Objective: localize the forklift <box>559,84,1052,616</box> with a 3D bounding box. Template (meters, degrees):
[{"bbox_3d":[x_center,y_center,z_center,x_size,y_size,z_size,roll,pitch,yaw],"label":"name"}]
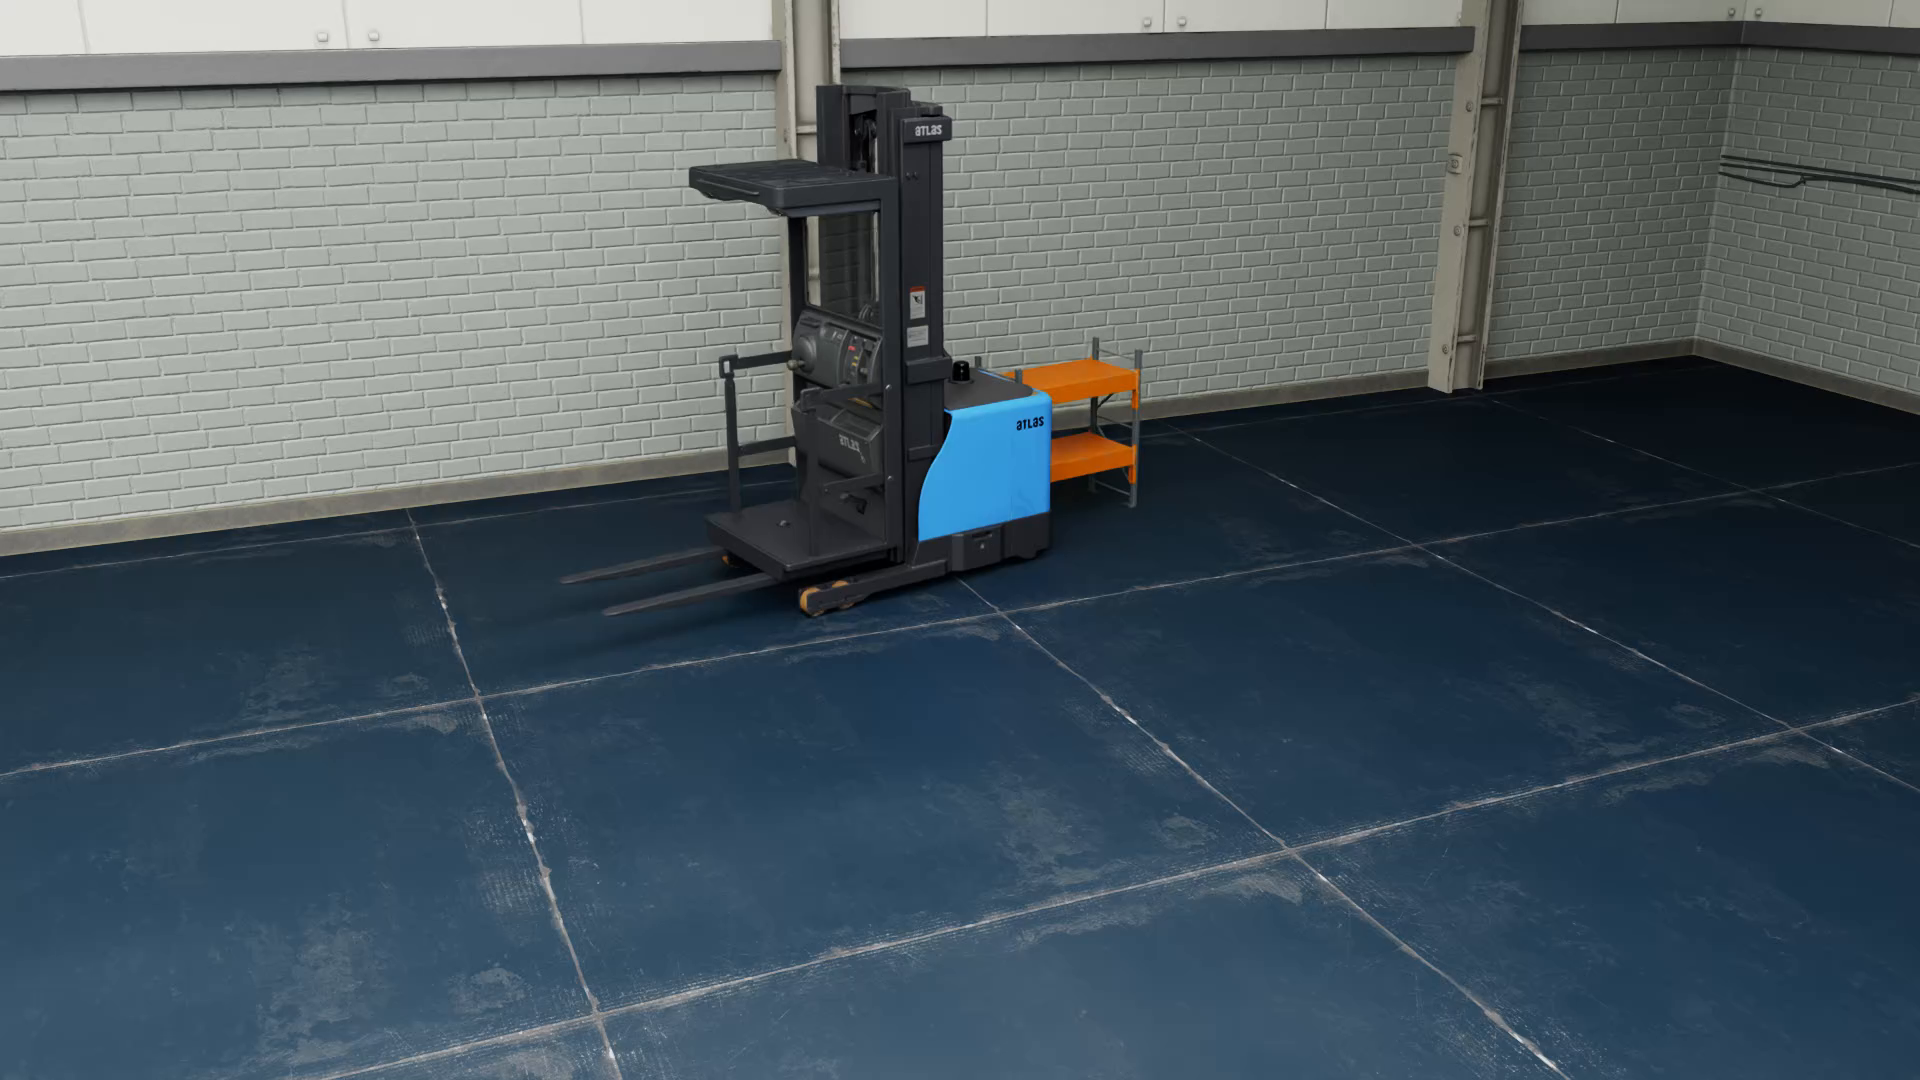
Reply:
[{"bbox_3d":[-0.908,-1.135,9.833,3.031,2.935,1.130,-13,23,-33],"label":"forklift"}]

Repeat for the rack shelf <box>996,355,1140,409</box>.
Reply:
[{"bbox_3d":[0.668,-1.008,11.311,1.000,0.278,0.538,-13,23,-33],"label":"rack shelf"}]

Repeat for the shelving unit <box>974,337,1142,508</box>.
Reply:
[{"bbox_3d":[0.668,-0.732,11.408,1.048,1.125,0.538,-13,23,-33],"label":"shelving unit"}]

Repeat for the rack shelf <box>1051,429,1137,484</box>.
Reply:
[{"bbox_3d":[0.668,-0.502,11.489,1.000,0.278,0.538,-13,23,-33],"label":"rack shelf"}]

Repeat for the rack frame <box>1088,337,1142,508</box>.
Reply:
[{"bbox_3d":[1.085,-0.829,11.682,0.032,1.125,0.500,-13,23,-33],"label":"rack frame"}]

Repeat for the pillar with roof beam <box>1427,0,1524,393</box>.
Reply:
[{"bbox_3d":[6.137,-4.304,9.695,0.400,9.000,9.100,-8,21,-22],"label":"pillar with roof beam"}]

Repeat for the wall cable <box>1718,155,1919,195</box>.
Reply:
[{"bbox_3d":[7.661,-4.136,13.895,0.112,2.526,3.097,-8,21,-22],"label":"wall cable"}]

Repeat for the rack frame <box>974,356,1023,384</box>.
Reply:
[{"bbox_3d":[0.252,-0.635,11.133,0.032,1.125,0.500,-13,23,-33],"label":"rack frame"}]

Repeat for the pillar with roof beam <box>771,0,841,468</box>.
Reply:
[{"bbox_3d":[0.628,-3.514,7.453,0.400,9.000,9.100,-8,21,-22],"label":"pillar with roof beam"}]
